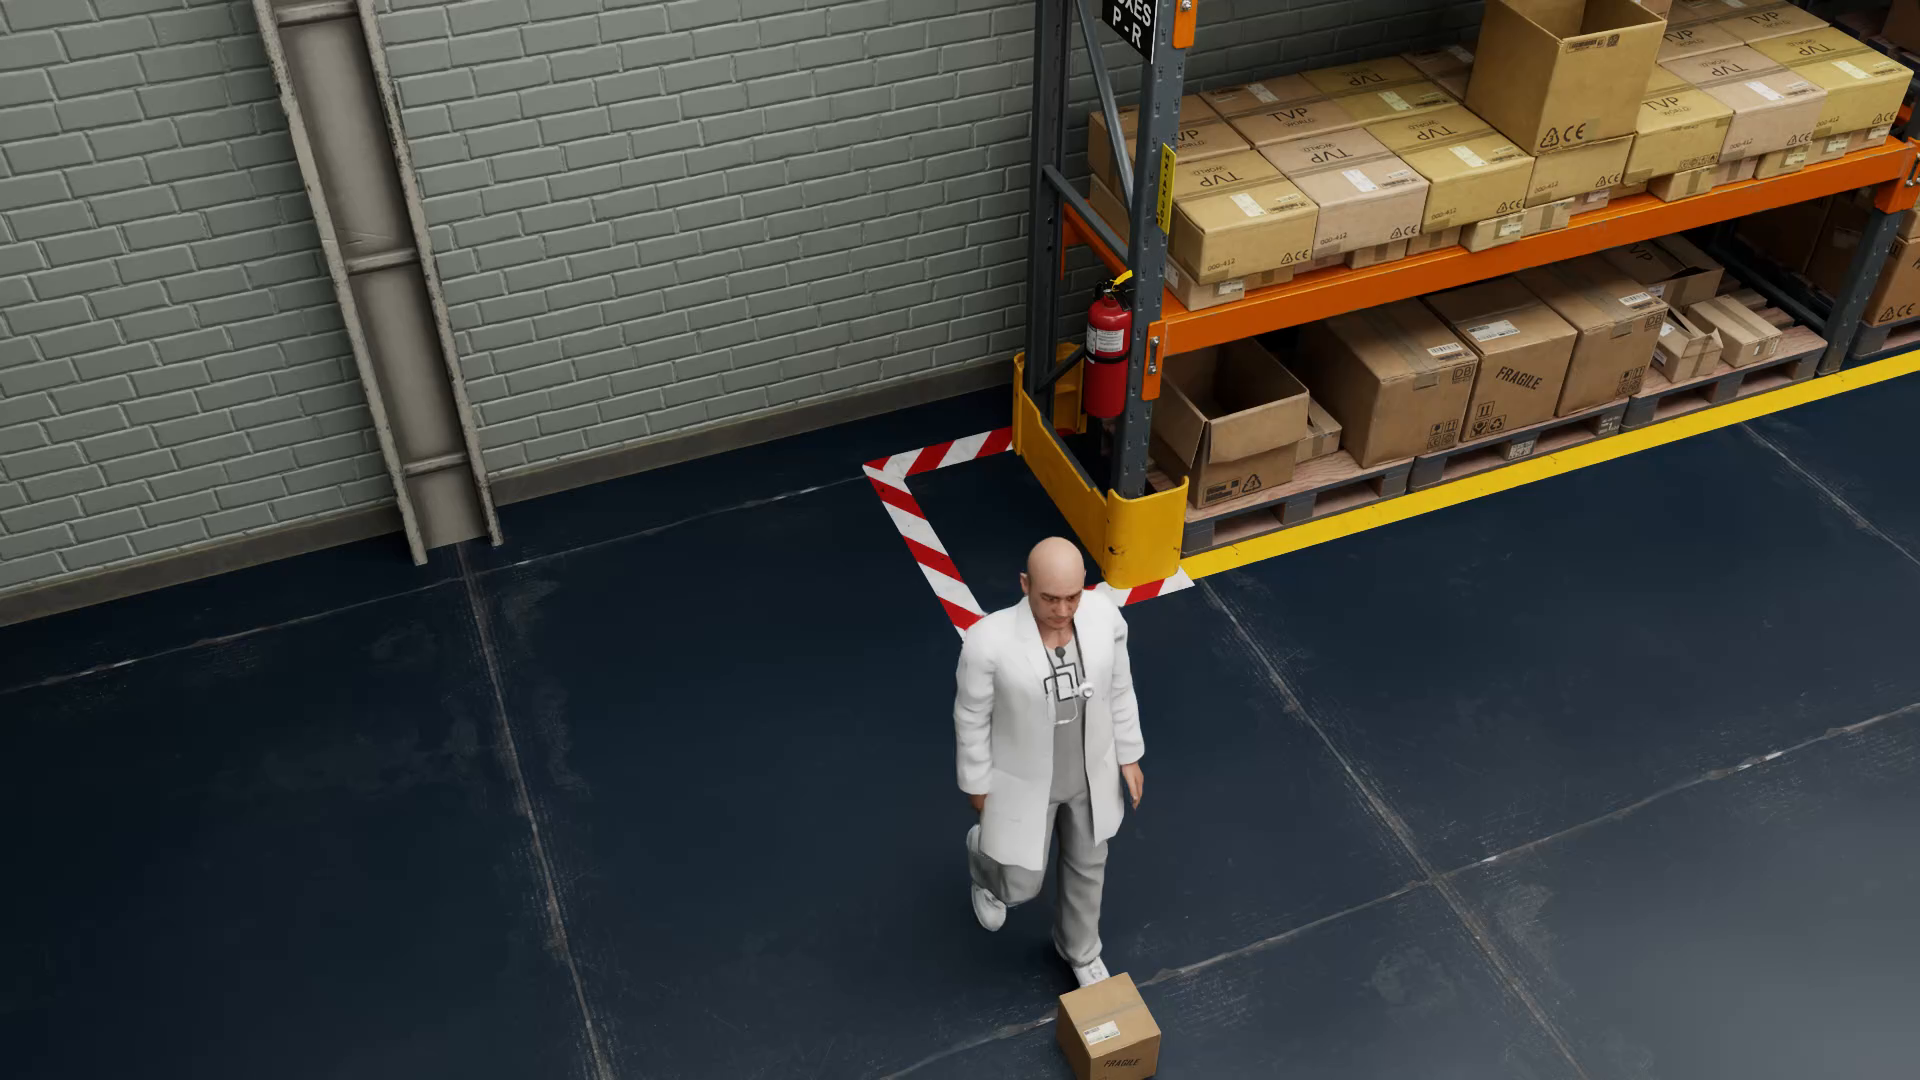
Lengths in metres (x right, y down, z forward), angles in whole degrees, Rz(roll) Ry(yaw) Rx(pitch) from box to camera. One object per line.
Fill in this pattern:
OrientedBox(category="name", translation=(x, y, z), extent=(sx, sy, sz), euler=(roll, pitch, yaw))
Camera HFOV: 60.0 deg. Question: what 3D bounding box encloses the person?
OrientedBox(category="person", translation=(0.301, 0.750, 5.294), extent=(0.611, 1.763, 0.740), euler=(-15, 43, -17))
